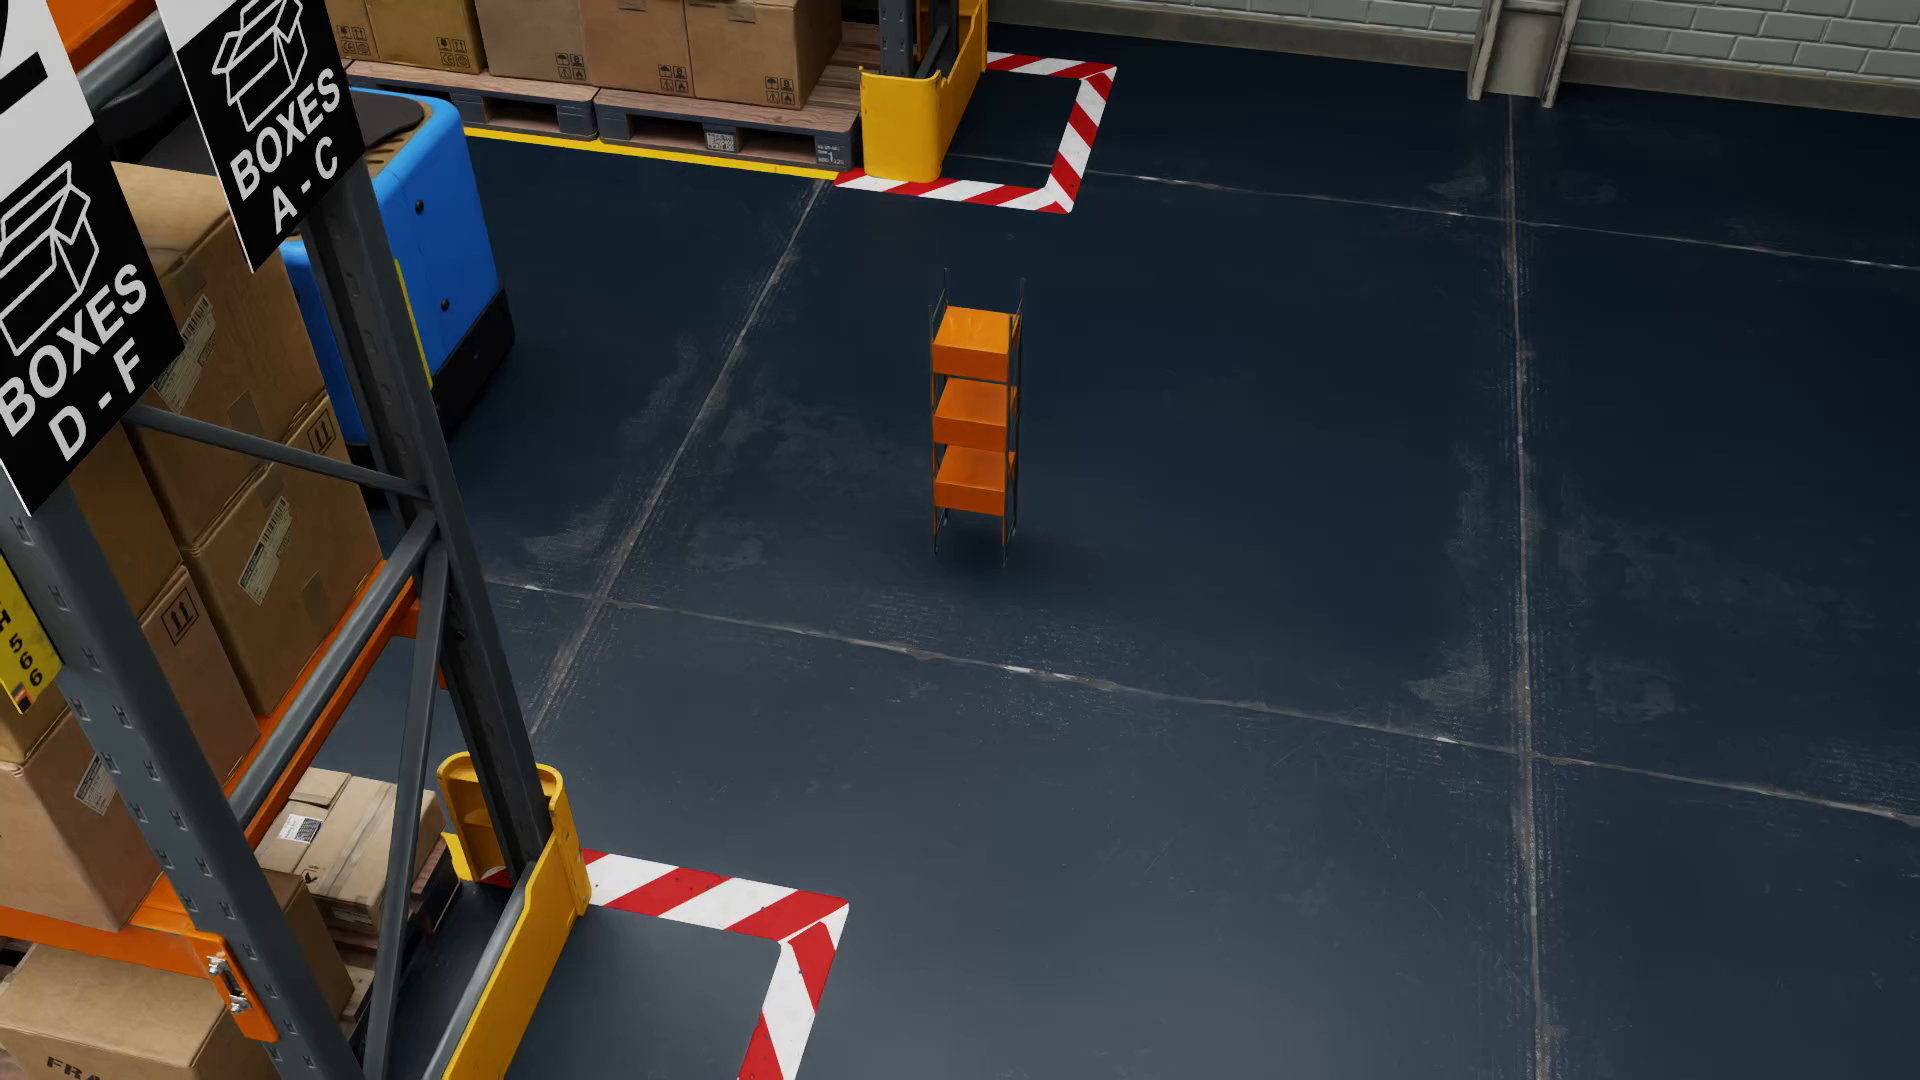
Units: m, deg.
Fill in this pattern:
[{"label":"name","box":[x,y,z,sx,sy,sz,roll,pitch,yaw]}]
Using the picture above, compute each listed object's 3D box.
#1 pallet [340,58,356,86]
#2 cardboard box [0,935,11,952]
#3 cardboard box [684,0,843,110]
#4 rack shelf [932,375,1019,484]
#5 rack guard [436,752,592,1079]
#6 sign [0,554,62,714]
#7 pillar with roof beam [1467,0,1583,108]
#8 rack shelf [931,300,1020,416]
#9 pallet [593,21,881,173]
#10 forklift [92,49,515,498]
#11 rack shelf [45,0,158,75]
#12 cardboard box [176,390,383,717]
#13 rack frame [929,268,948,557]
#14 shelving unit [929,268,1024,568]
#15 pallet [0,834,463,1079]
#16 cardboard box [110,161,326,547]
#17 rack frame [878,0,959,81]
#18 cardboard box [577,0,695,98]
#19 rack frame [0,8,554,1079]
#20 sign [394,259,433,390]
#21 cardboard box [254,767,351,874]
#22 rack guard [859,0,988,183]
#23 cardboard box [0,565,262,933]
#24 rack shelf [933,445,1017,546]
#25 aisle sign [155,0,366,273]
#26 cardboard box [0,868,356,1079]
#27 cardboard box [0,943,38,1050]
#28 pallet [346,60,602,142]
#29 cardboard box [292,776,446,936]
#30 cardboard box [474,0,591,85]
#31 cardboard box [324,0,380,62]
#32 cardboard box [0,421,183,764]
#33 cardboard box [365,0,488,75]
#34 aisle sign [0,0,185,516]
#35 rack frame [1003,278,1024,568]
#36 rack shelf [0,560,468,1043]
[{"label":"pallet","box":[-3.352,-2.517,8.213,1.213,0.211,1.003,9,45,9]},{"label":"cardboard box","box":[-2.756,1.021,4.191,0.500,0.250,0.500,9,45,9]},{"label":"cardboard box","box":[-0.878,-2.373,7.552,0.500,0.500,0.700,9,45,9]},{"label":"rack shelf","box":[0.052,-0.363,5.385,0.240,0.259,0.215,9,45,9]},{"label":"rack guard","box":[-1.325,1.158,4.186,0.348,0.500,1.175,9,45,9]},{"label":"sign","box":[-1.392,0.111,2.409,0.005,0.325,0.100,9,45,9]},{"label":"pillar with roof beam","box":[1.710,-2.508,1.867,0.400,9.000,9.100,9,45,9]},{"label":"rack shelf","box":[0.052,-0.567,5.188,0.240,0.259,0.215,9,45,9]},{"label":"pallet","box":[-0.971,-2.147,7.829,1.213,0.211,1.003,9,45,9]},{"label":"forklift","box":[-3.304,-1.737,5.441,3.031,2.935,1.130,10,45,10]},{"label":"rack shelf","box":[-3.203,-0.855,2.831,4.000,0.370,1.077,9,45,9]},{"label":"cardboard box","box":[-1.627,-0.013,3.528,0.500,0.500,0.500,10,45,10]},{"label":"rack frame","box":[-0.067,-0.389,5.397,0.008,1.050,0.200,9,45,9]},{"label":"shelving unit","box":[0.052,-0.370,5.377,0.252,1.050,0.215,9,45,9]},{"label":"pallet","box":[-2.104,1.142,4.411,1.213,0.211,1.003,9,45,9]},{"label":"cardboard box","box":[-1.627,-0.373,3.181,0.500,0.500,0.500,10,45,10]},{"label":"rack frame","box":[-0.173,-3.084,6.791,0.127,3.000,1.000,9,45,9]},{"label":"cardboard box","box":[-1.366,-2.449,7.631,0.500,0.500,0.700,9,45,9]},{"label":"rack frame","box":[-1.251,0.269,3.307,0.127,3.000,1.000,9,45,9]},{"label":"sign","box":[-1.133,-0.410,3.389,0.005,0.325,0.100,9,45,9]},{"label":"cardboard box","box":[-1.829,0.798,4.484,0.250,0.166,0.380,9,45,9]},{"label":"rack guard","box":[-0.150,-2.180,7.654,0.348,0.500,1.175,9,45,9]},{"label":"cardboard box","box":[-1.748,0.349,3.152,0.500,0.500,0.500,10,45,10]},{"label":"rack shelf","box":[0.052,-0.162,5.578,0.240,0.259,0.215,9,45,9]},{"label":"aisle sign","box":[-1.121,-0.856,2.602,0.004,0.787,0.394,9,45,9]},{"label":"cardboard box","box":[-1.836,1.096,3.934,0.500,0.500,0.500,9,45,9]},{"label":"cardboard box","box":[-2.211,1.094,4.177,0.250,0.166,0.380,9,45,9]},{"label":"pallet","box":[-2.157,-2.334,8.022,1.213,0.211,1.003,9,45,9]},{"label":"cardboard box","box":[-1.585,0.842,4.451,0.250,0.149,0.380,9,45,9]},{"label":"cardboard box","box":[-1.857,-2.524,7.709,0.500,0.500,0.700,7,44,8]},{"label":"cardboard box","box":[-2.880,-2.679,7.870,0.500,0.500,0.700,8,45,9]},{"label":"cardboard box","box":[-1.746,-0.008,2.803,0.500,0.500,0.500,8,45,9]},{"label":"cardboard box","box":[-2.379,-2.600,7.788,0.500,0.500,0.700,10,45,10]},{"label":"aisle sign","box":[-1.252,-0.450,2.180,0.004,0.787,0.394,9,45,9]},{"label":"rack frame","box":[0.171,-0.352,5.358,0.008,1.050,0.200,9,45,9]},{"label":"rack shelf","box":[-3.203,0.225,3.872,4.000,0.370,1.077,9,45,9]}]
